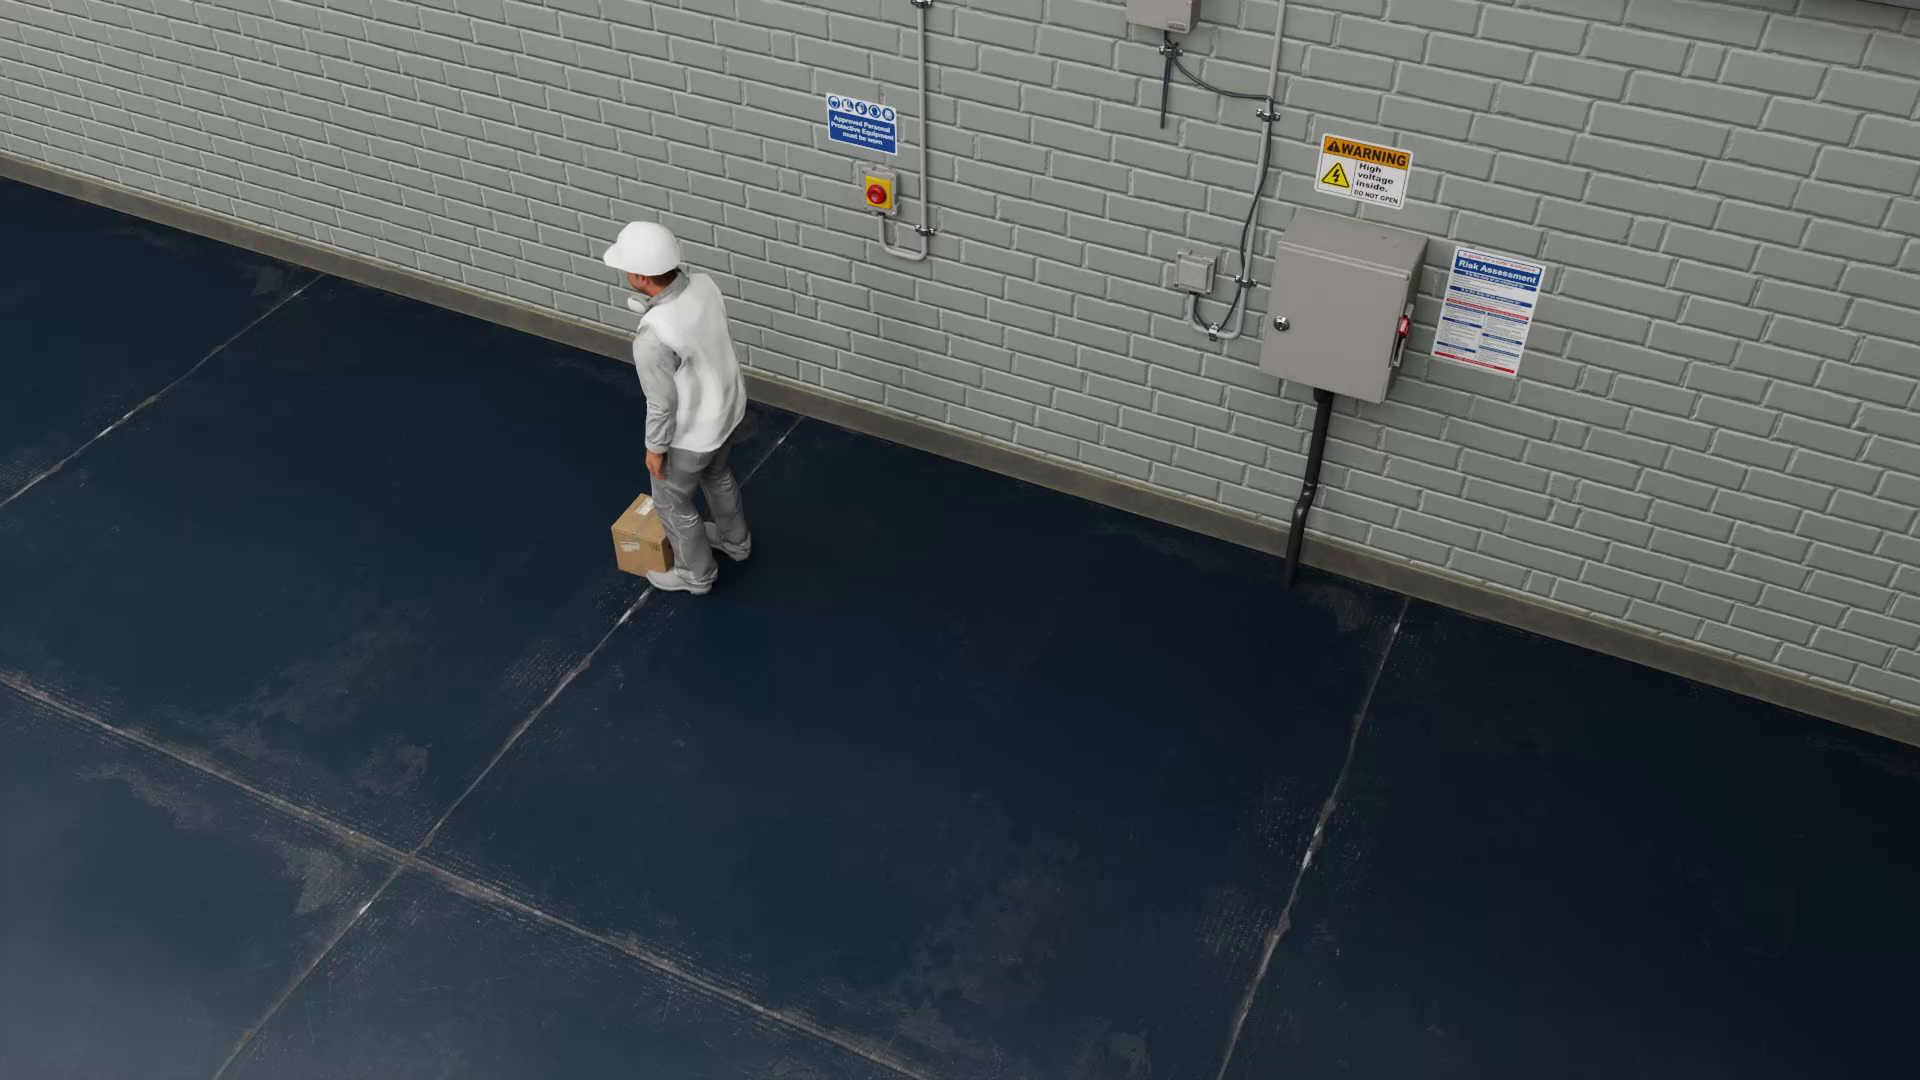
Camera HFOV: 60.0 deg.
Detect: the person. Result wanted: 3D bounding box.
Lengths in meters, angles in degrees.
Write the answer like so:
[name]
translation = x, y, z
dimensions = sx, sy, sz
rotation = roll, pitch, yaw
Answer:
[person]
translation = -1.105, -0.503, 6.707
dimensions = 0.476, 1.767, 0.583
rotation = 15, 44, 16
